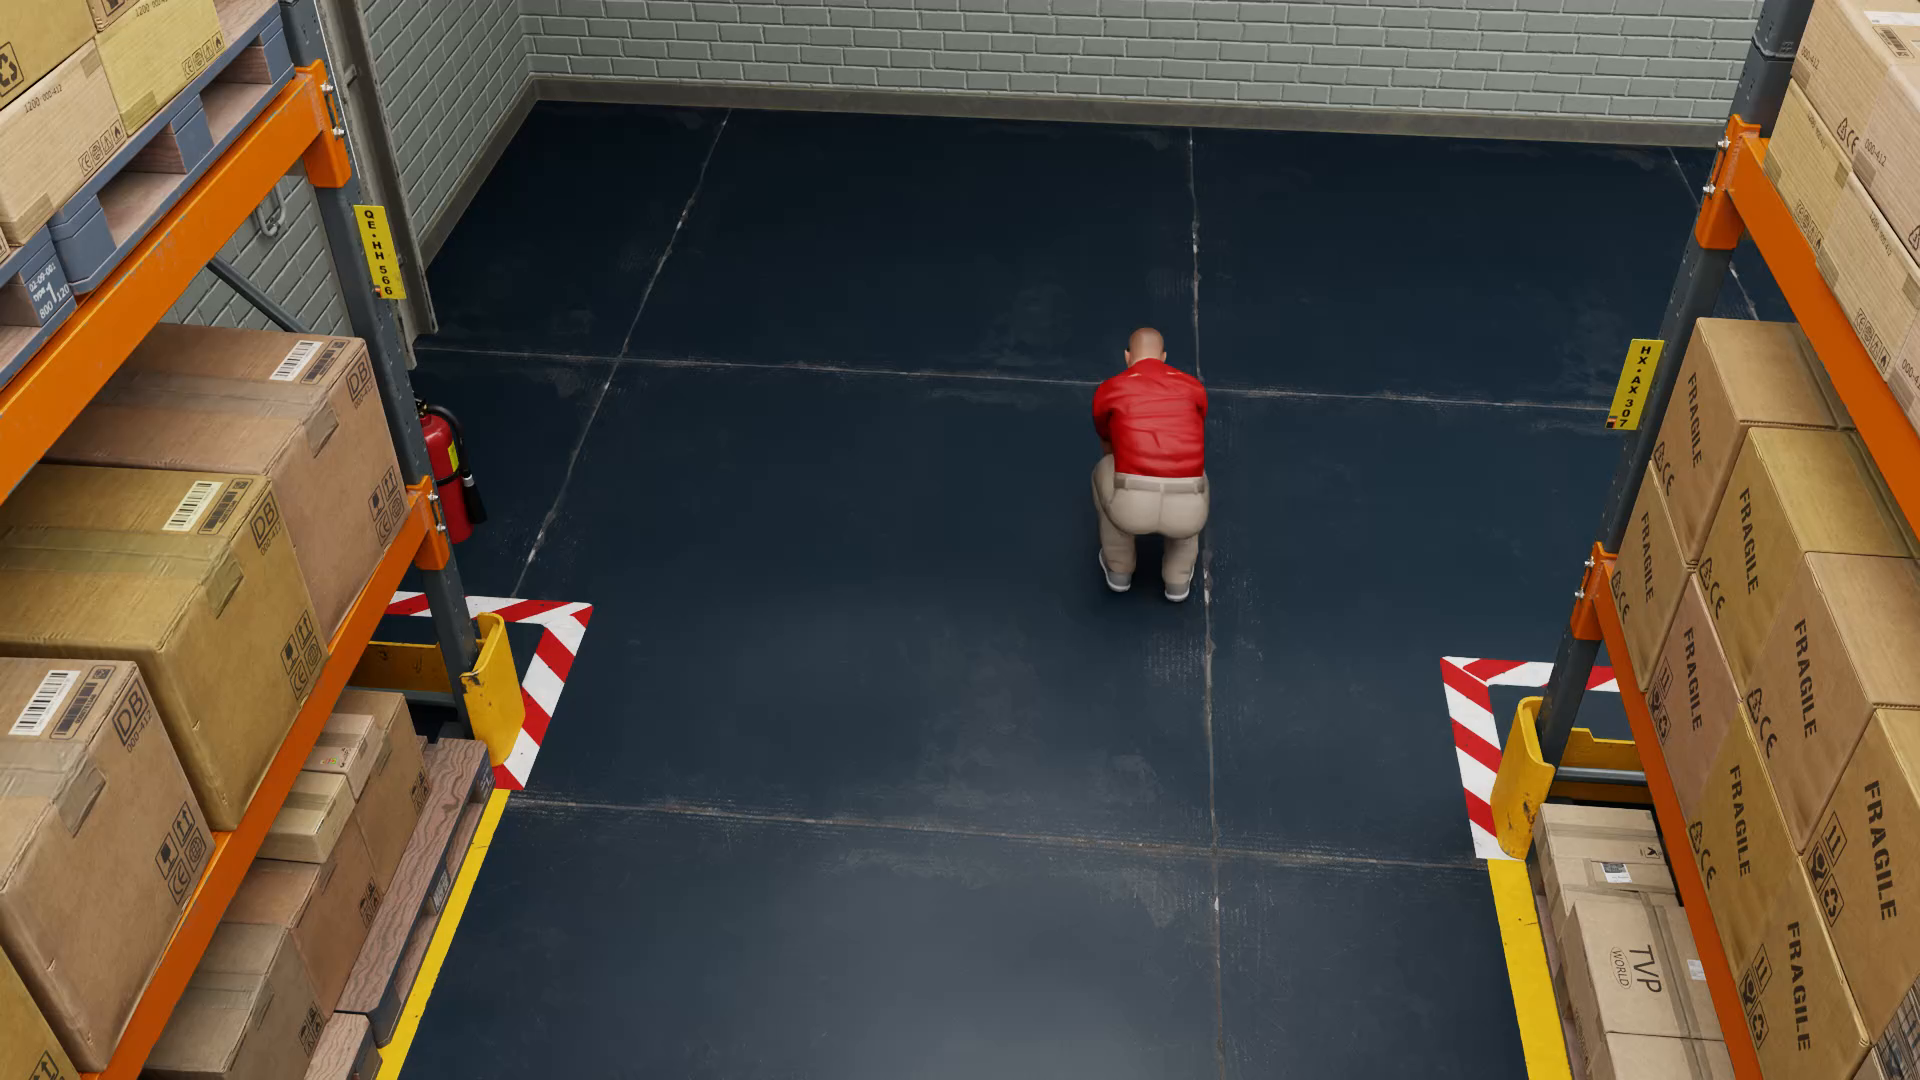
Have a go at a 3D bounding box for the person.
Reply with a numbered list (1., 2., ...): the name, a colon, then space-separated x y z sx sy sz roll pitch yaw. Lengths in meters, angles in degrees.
1. person: 0.818 -0.296 7.121 0.528 0.975 0.903 2 40 3
